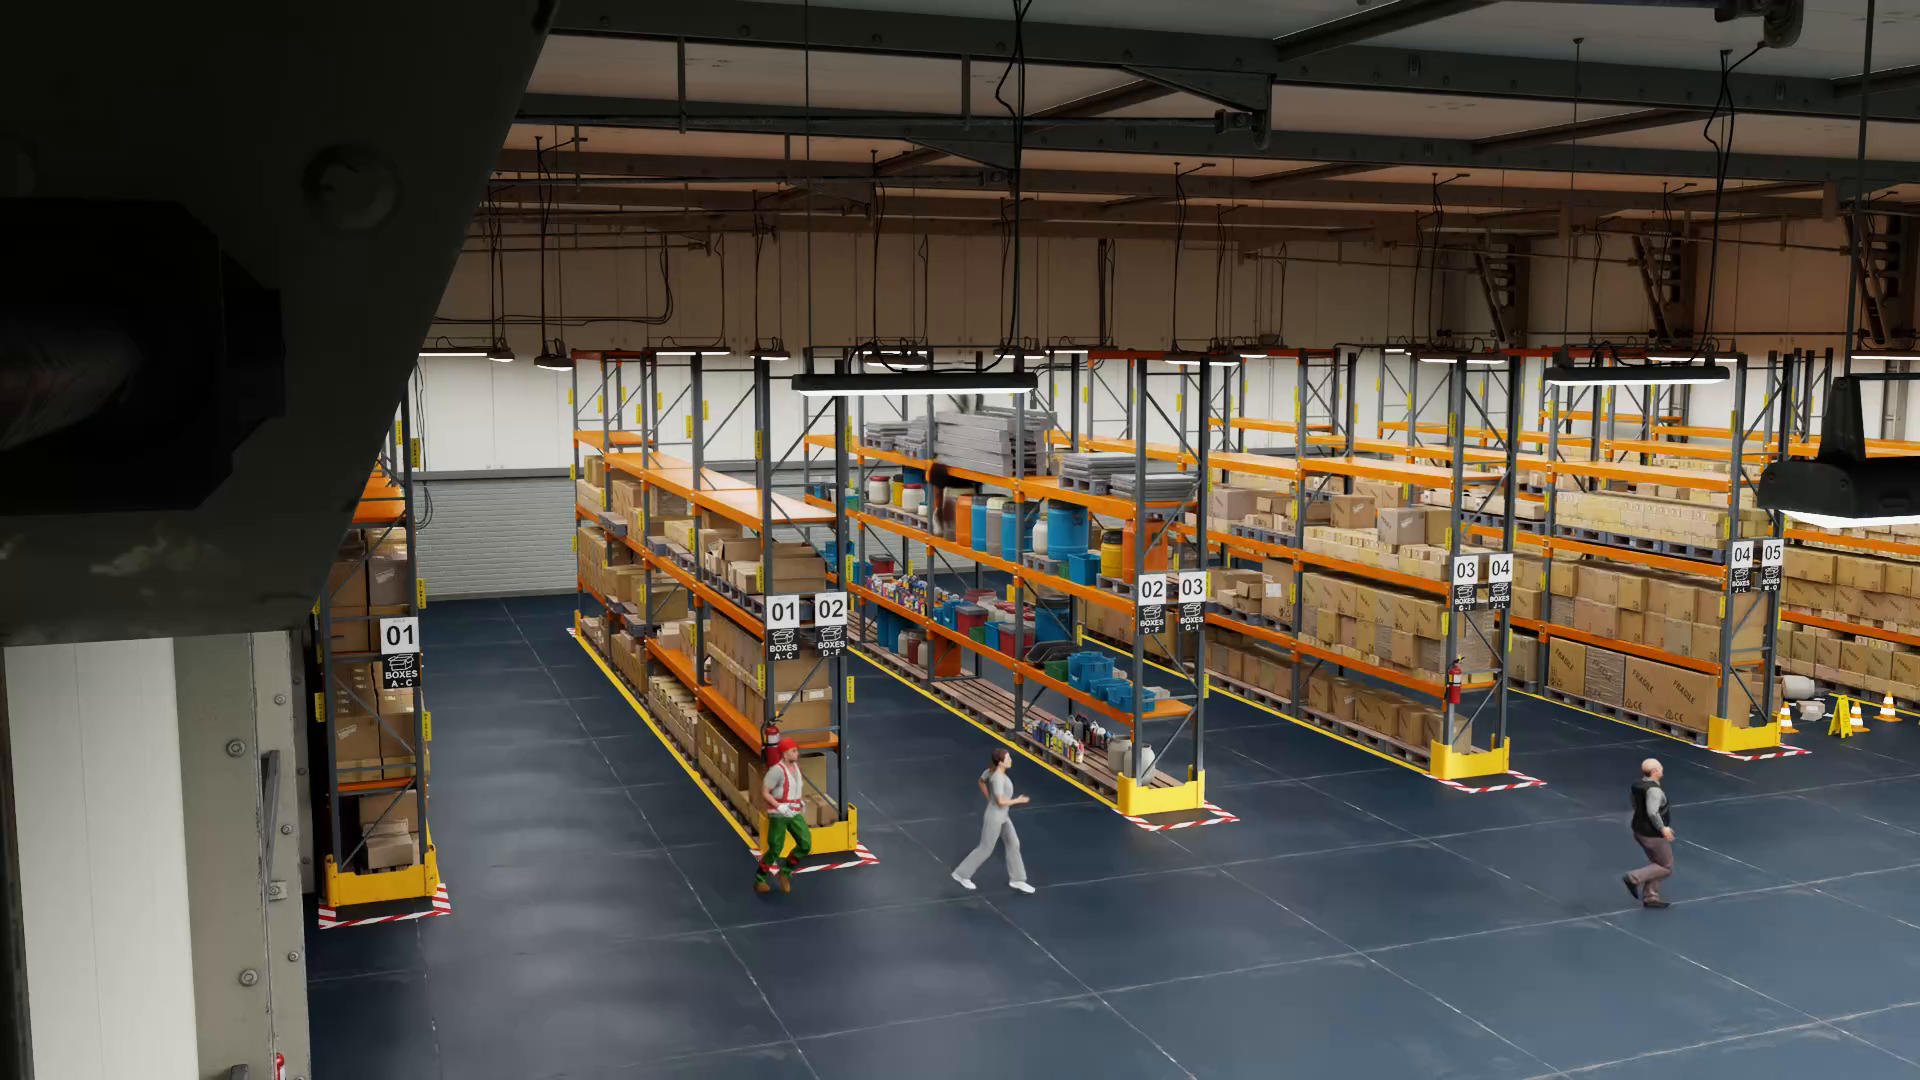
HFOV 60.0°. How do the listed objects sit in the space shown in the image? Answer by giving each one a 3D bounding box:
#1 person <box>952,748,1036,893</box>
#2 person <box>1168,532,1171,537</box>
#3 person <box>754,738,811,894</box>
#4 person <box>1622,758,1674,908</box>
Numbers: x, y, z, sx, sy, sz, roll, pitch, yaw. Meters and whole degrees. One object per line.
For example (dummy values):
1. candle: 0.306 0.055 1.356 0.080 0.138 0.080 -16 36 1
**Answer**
1. person: 0.381 3.165 18.758 0.946 1.682 0.521 1 7 6
2. person: 4.800 0.612 39.349 0.674 1.652 0.897 1 7 9
3. person: -1.955 3.123 18.892 0.626 1.745 0.717 6 9 38
4. person: 7.574 3.232 18.317 0.597 1.679 0.671 0 7 -4
